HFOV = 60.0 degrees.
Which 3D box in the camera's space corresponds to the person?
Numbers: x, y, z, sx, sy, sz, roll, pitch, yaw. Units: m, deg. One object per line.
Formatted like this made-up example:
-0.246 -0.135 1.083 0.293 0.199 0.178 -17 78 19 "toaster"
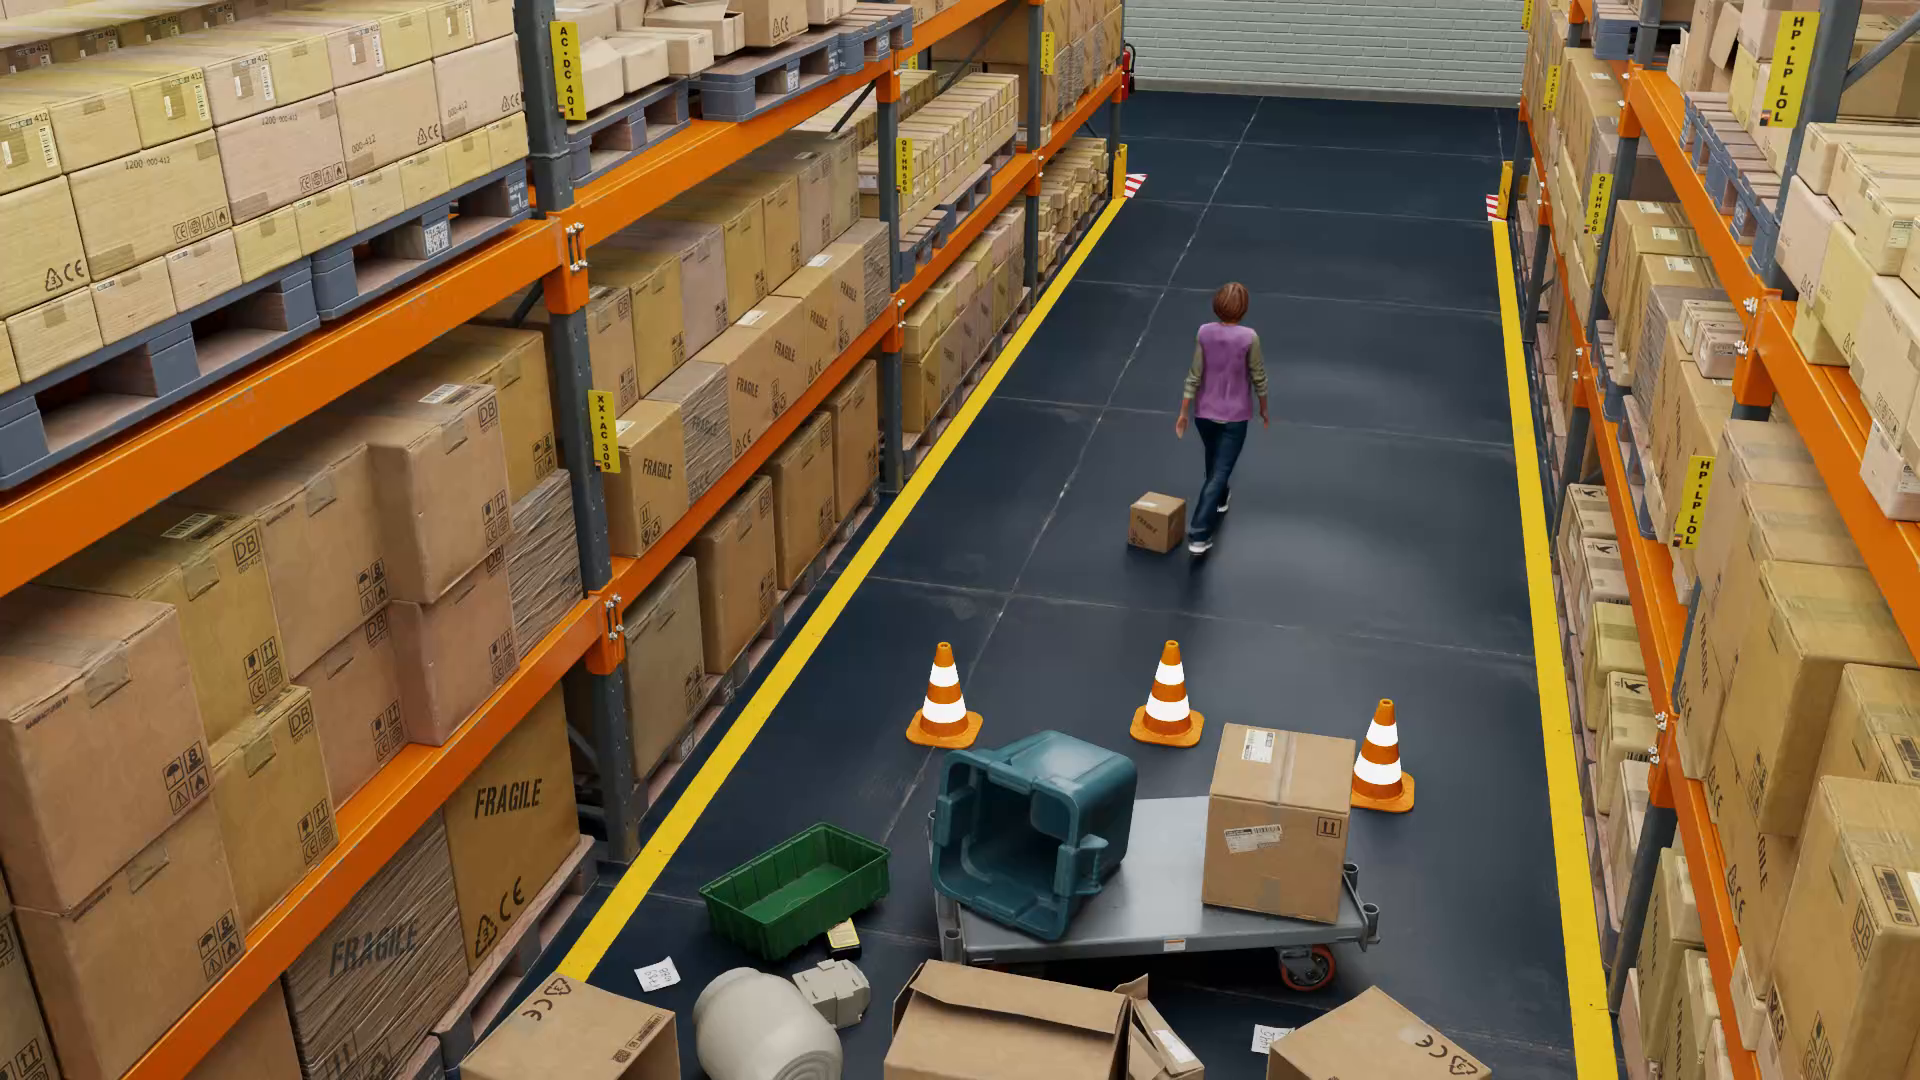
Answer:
1.551 -0.757 9.689 0.457 1.531 0.977 14 29 27 "person"
